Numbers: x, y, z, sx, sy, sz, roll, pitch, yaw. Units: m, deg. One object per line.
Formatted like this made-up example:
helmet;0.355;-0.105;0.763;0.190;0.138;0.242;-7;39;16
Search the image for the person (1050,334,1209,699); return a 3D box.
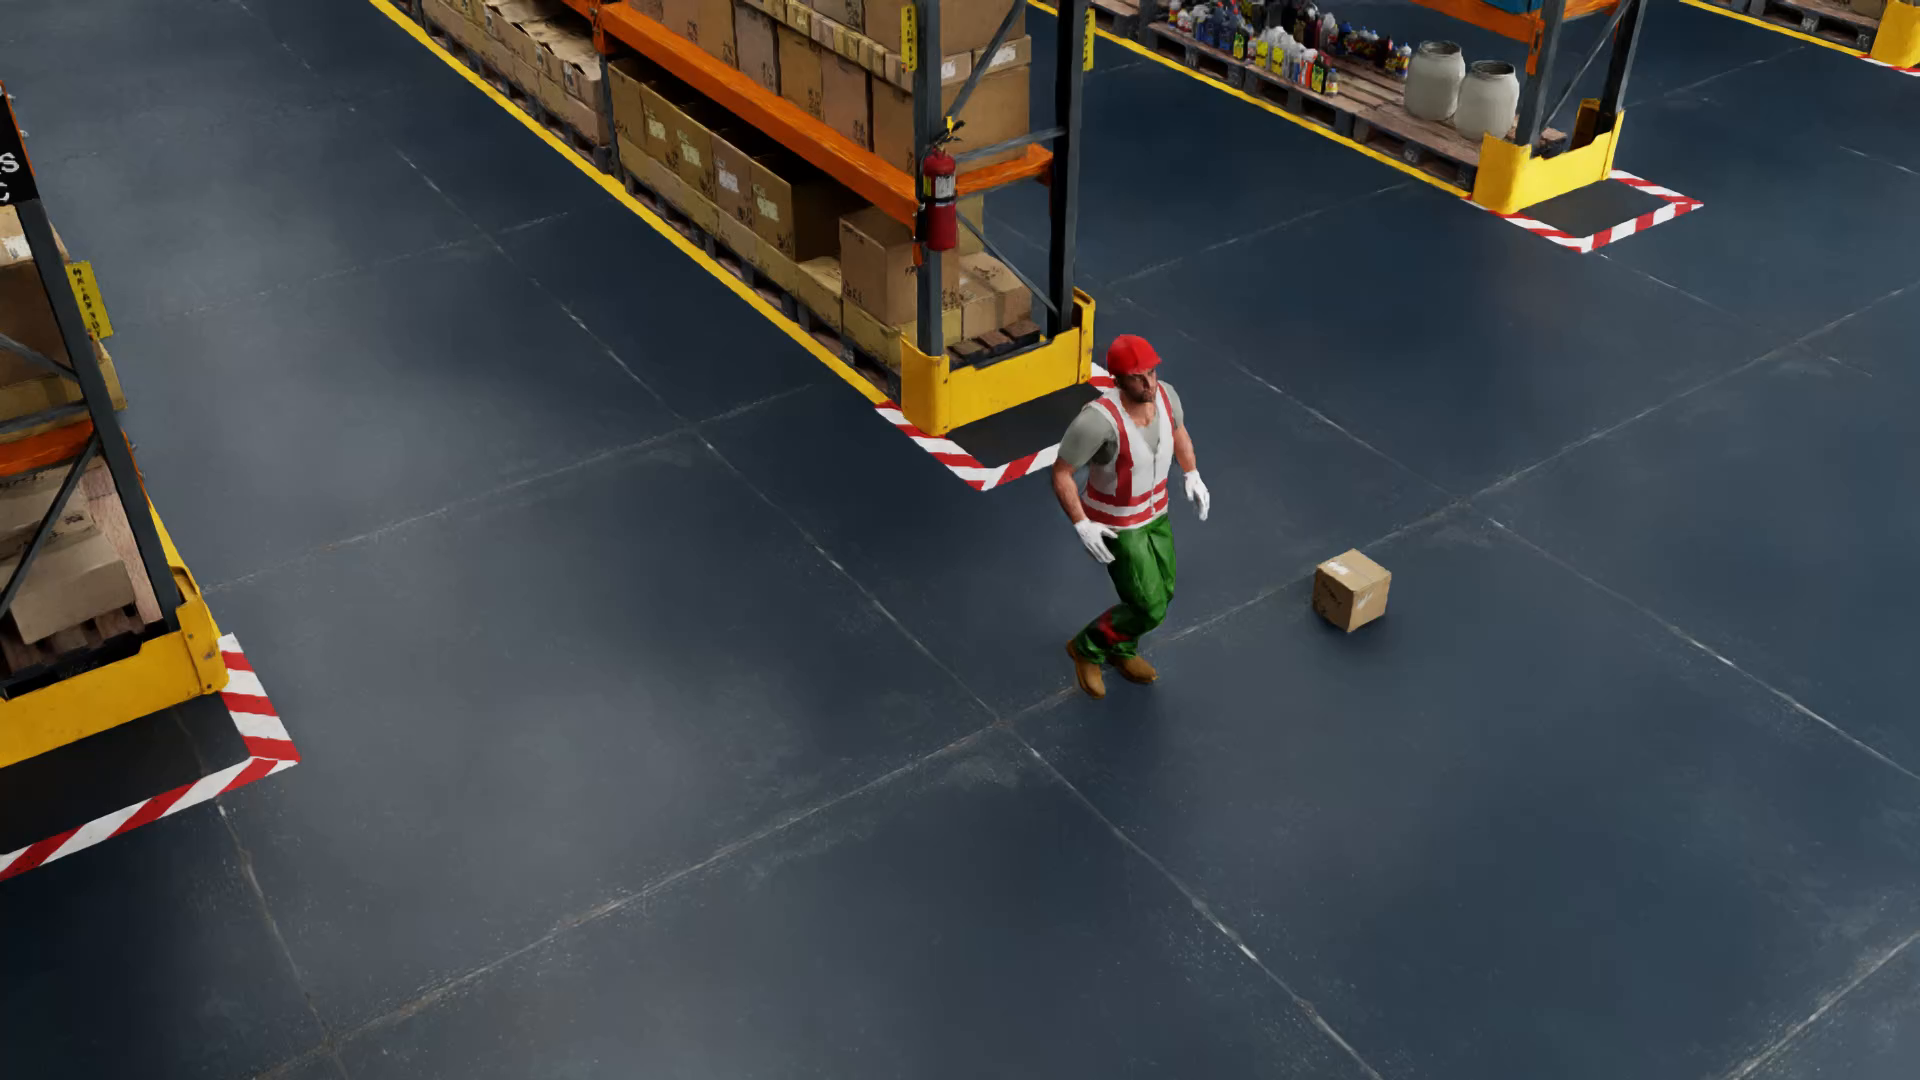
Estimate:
person;0.771;-0.095;7.142;0.513;1.752;0.711;27;44;32
